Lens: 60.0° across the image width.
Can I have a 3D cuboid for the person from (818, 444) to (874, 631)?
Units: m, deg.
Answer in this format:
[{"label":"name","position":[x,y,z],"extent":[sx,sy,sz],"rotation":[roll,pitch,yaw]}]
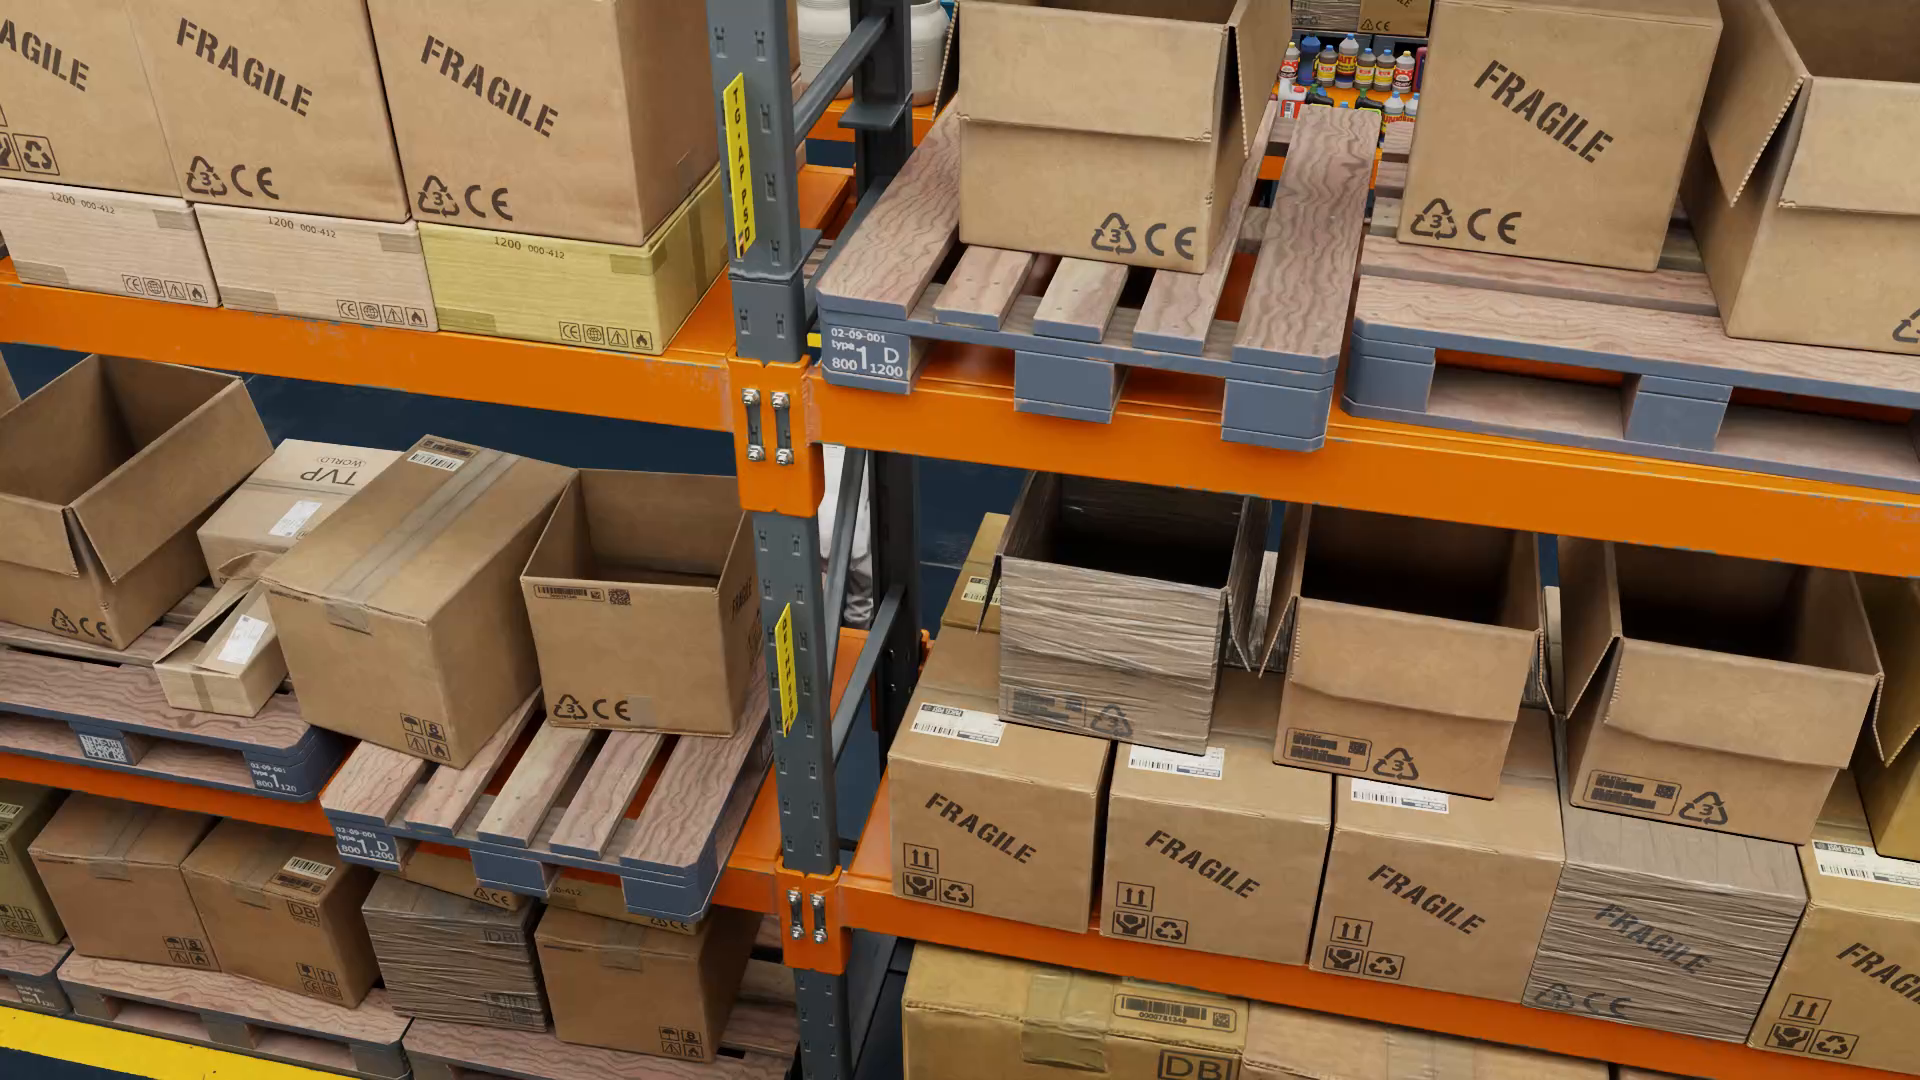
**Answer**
[{"label":"person","position":[-0.556,-0.140,6.942],"extent":[0.570,1.056,0.866],"rotation":[7,37,10]}]
